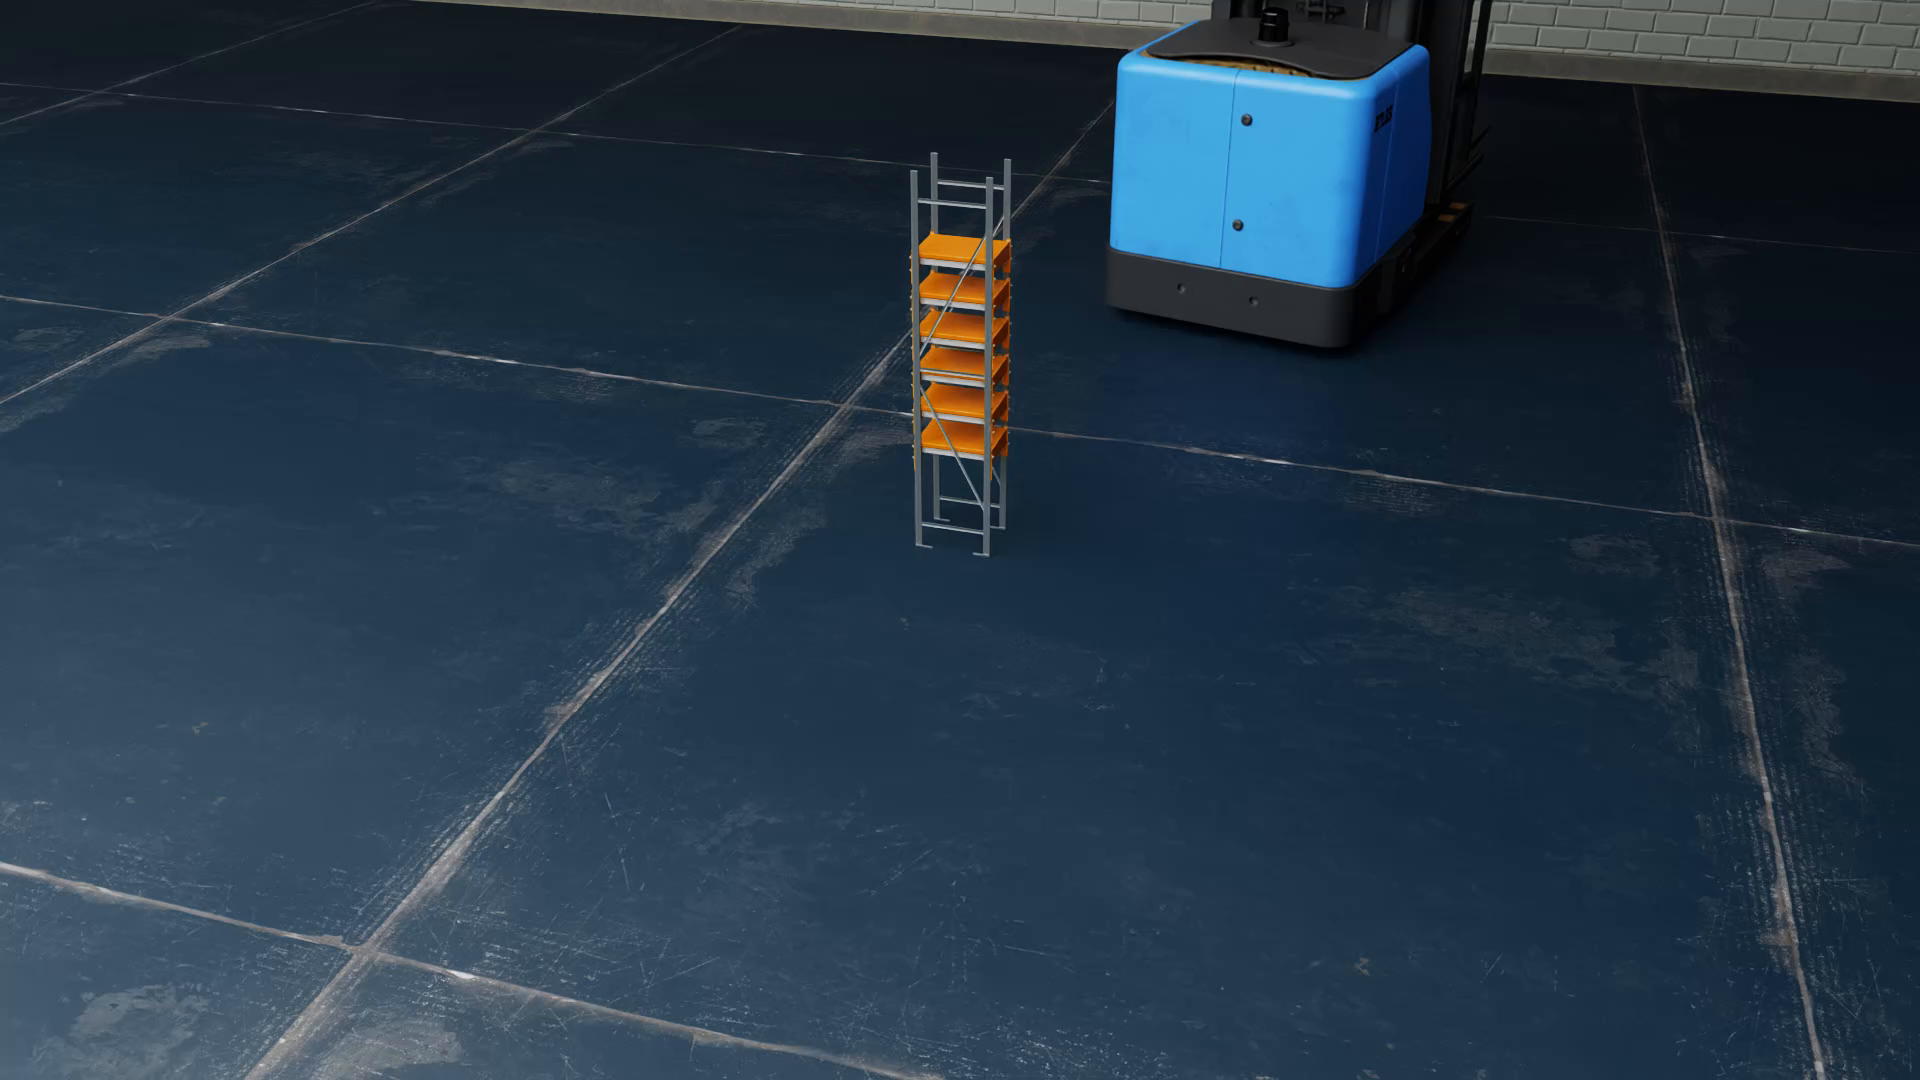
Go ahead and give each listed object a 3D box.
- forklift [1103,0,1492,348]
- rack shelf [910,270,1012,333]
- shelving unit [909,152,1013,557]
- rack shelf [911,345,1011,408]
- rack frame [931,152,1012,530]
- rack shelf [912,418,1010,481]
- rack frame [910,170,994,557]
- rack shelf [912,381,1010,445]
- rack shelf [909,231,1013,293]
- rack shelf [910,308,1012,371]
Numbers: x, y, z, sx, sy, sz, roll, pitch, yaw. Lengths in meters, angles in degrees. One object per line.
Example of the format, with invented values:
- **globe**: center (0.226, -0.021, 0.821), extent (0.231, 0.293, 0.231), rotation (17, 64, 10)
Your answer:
- **forklift**: center (1.750, -2.710, 7.107), extent (1.130, 2.935, 3.031), rotation (15, 32, 25)
- **rack shelf**: center (0.004, -0.702, 4.875), extent (0.258, 0.103, 0.180), rotation (8, 30, 15)
- **shelving unit**: center (0.004, -0.531, 4.970), extent (0.258, 1.200, 0.189), rotation (8, 30, 15)
- **rack shelf**: center (0.004, -0.492, 4.992), extent (0.258, 0.103, 0.180), rotation (8, 30, 15)
- **rack frame**: center (0.031, -0.574, 5.047), extent (0.240, 1.200, 0.006), rotation (8, 30, 15)
- **rack shelf**: center (0.004, -0.282, 5.109), extent (0.258, 0.103, 0.180), rotation (8, 30, 15)
- **rack frame**: center (-0.023, -0.489, 4.894), extent (0.240, 1.200, 0.006), rotation (8, 30, 15)
- **rack shelf**: center (0.004, -0.387, 5.050), extent (0.258, 0.103, 0.180), rotation (8, 30, 15)
- **rack shelf**: center (0.004, -0.807, 4.817), extent (0.258, 0.103, 0.180), rotation (8, 30, 15)
- **rack shelf**: center (0.004, -0.597, 4.934), extent (0.258, 0.103, 0.180), rotation (8, 30, 15)
